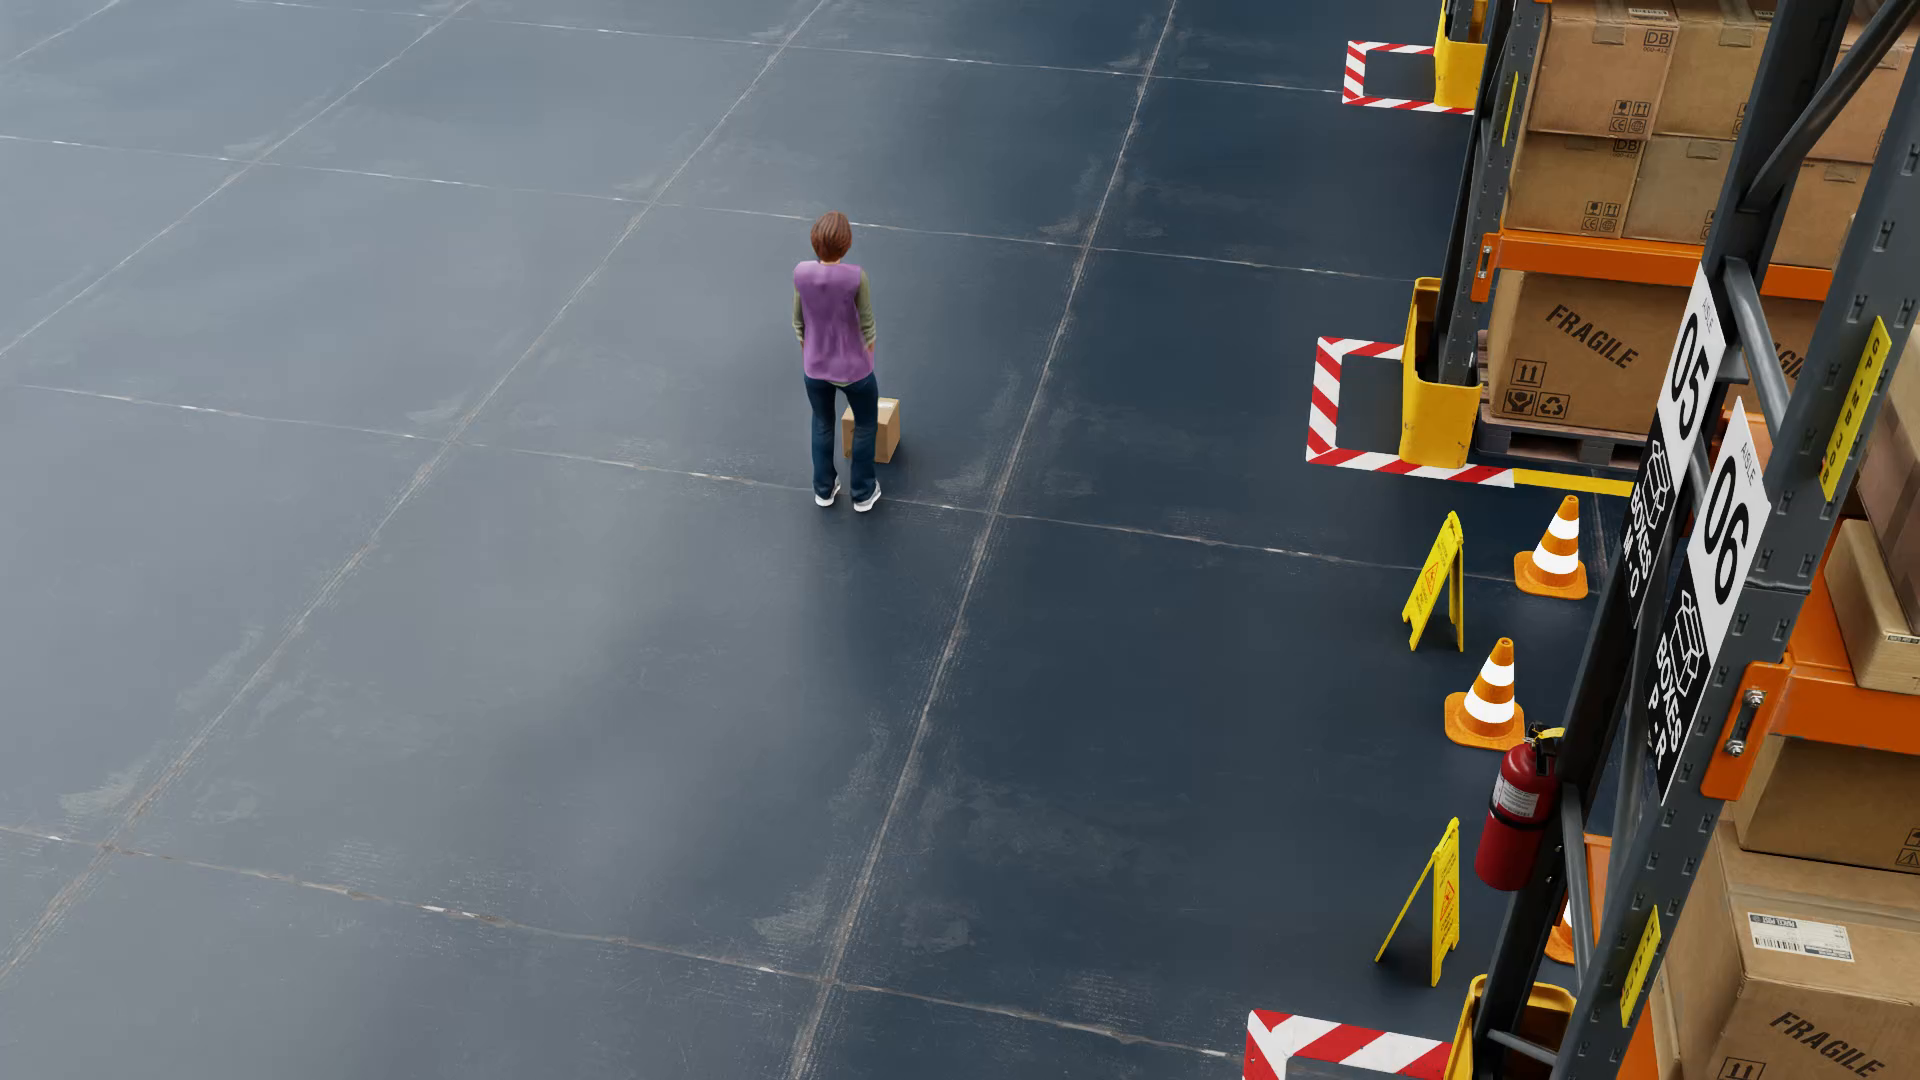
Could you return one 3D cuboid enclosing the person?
[{"bbox_3d":[-0.608,-0.838,8.116,0.417,1.562,0.341,8,38,11],"label":"person"}]
